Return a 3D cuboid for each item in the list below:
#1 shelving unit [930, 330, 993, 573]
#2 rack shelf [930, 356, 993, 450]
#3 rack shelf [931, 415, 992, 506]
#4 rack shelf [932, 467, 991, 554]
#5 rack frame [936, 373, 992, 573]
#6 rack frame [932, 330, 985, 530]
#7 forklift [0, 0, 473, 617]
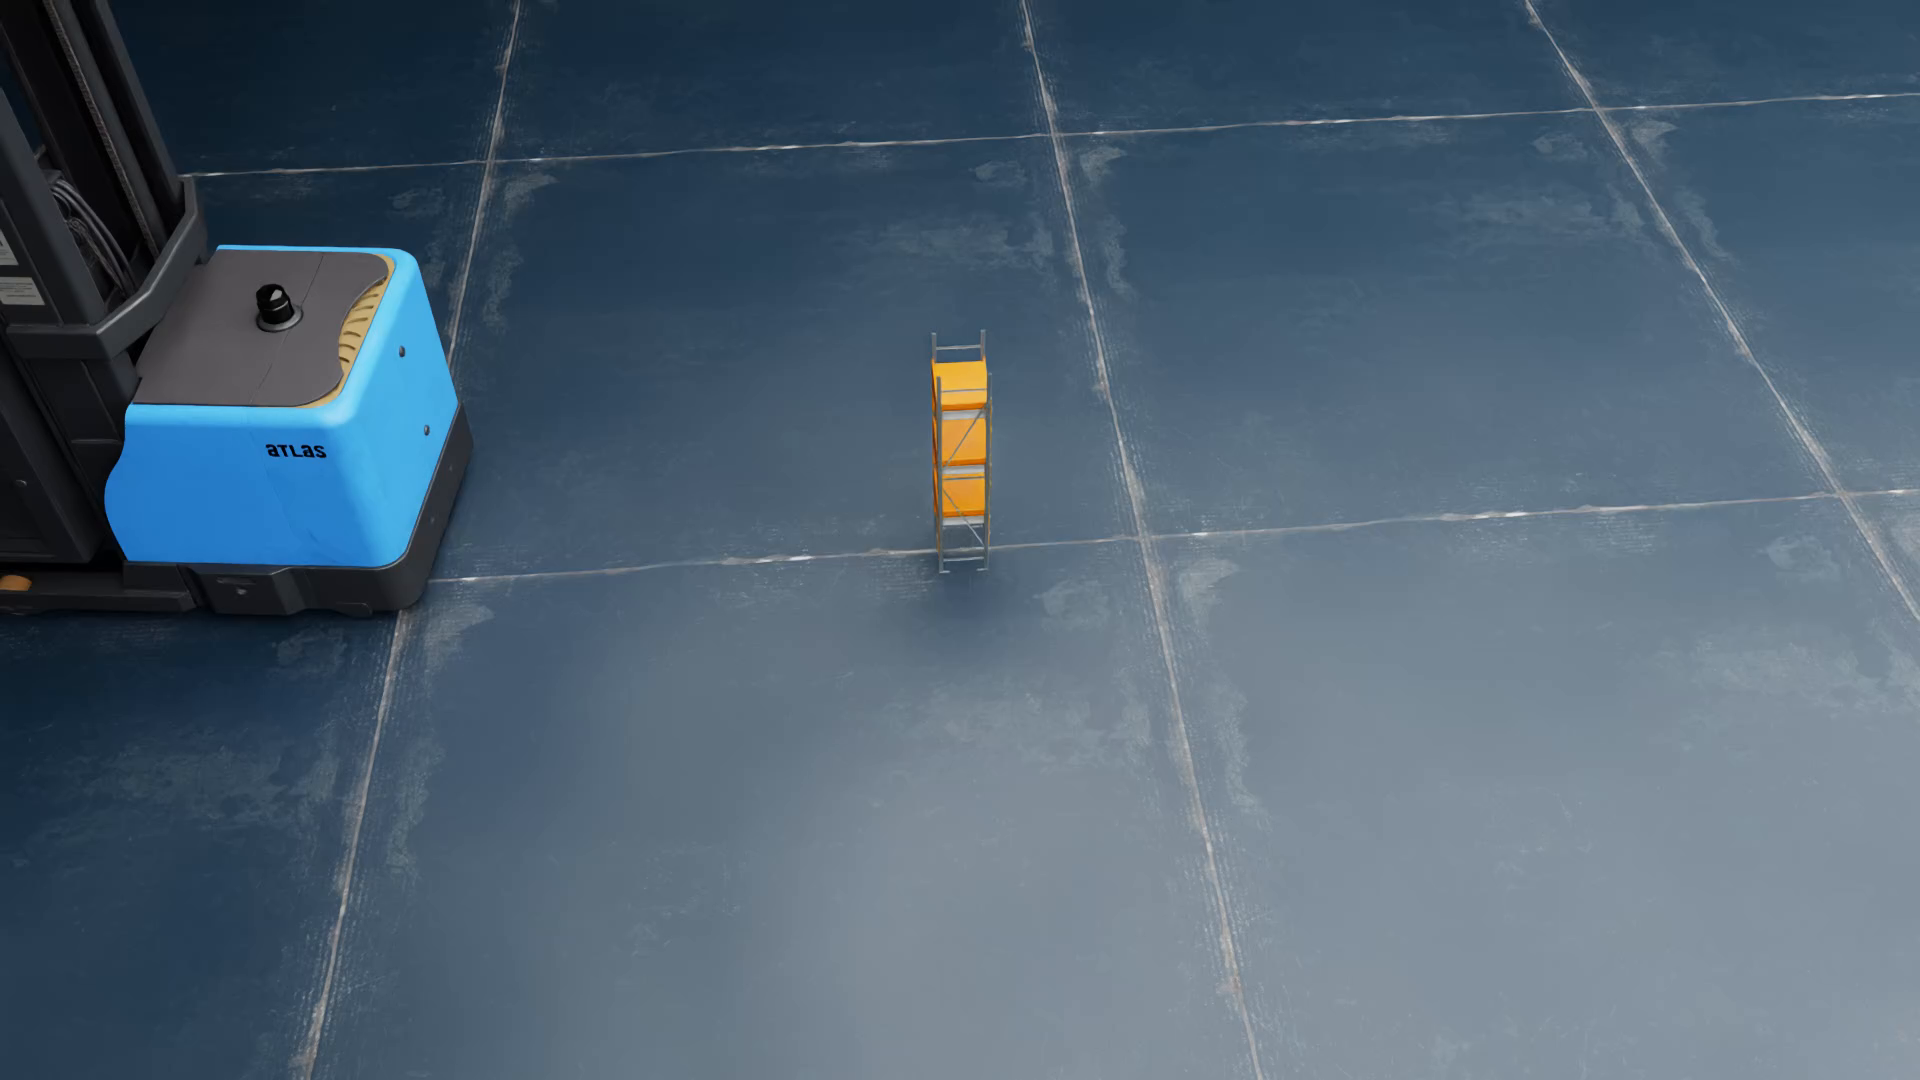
[{"bbox_3d":[0.004,-0.322,6.469,0.215,1.050,0.252,-3,47,-3],"label":"shelving unit"},{"bbox_3d":[0.004,-0.510,6.270,0.215,0.259,0.240,-3,47,-3],"label":"rack shelf"},{"bbox_3d":[0.004,-0.315,6.476,0.215,0.259,0.240,-3,47,-3],"label":"rack shelf"},{"bbox_3d":[0.004,-0.124,6.678,0.215,0.259,0.240,-3,47,-3],"label":"rack shelf"},{"bbox_3d":[0.015,-0.234,6.385,0.200,1.050,0.008,-3,47,-3],"label":"rack frame"},{"bbox_3d":[-0.006,-0.411,6.552,0.200,1.050,0.008,-3,47,-3],"label":"rack frame"},{"bbox_3d":[-3.629,-1.095,5.905,3.031,2.935,1.130,1,47,1],"label":"forklift"}]
